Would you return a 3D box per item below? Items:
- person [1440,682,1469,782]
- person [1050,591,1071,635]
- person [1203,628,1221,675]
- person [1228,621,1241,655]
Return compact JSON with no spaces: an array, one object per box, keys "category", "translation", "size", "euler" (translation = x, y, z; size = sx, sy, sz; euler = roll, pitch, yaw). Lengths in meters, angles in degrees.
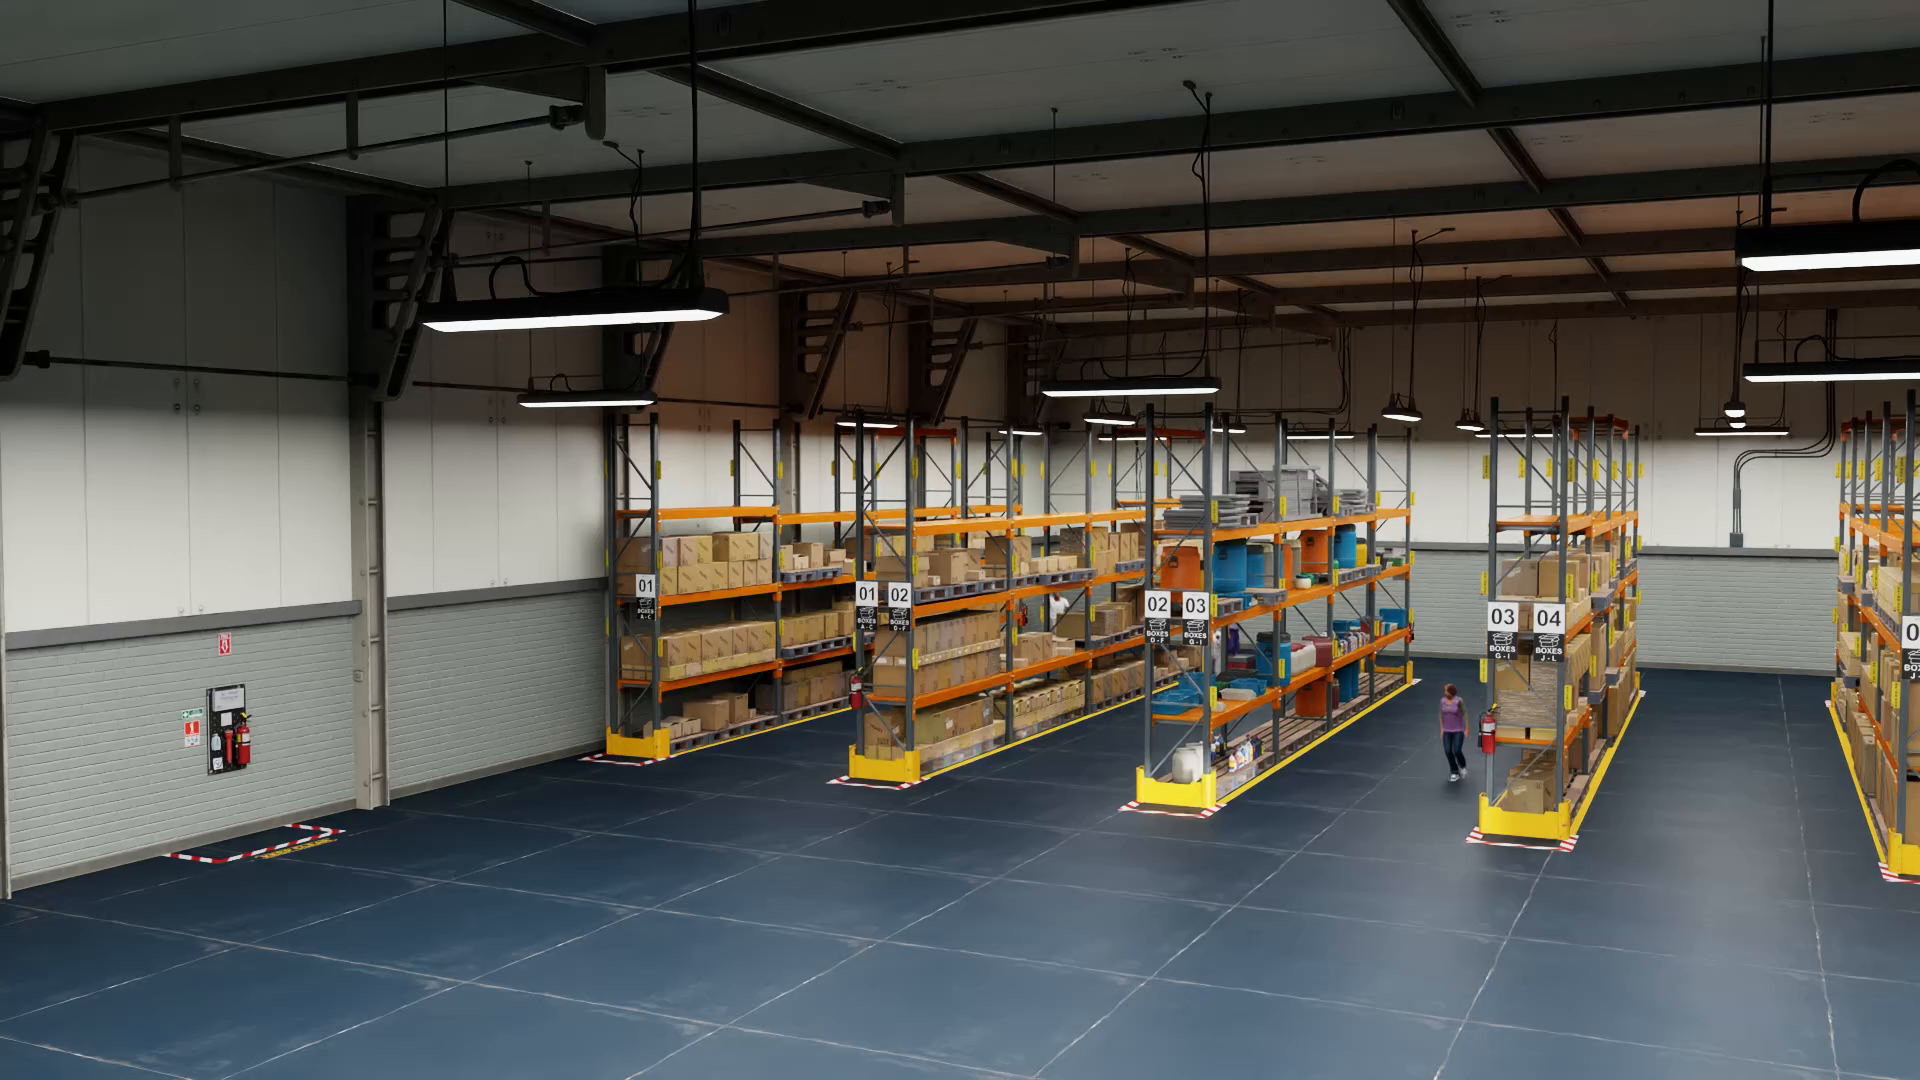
[{"category":"person","translation":[7.953,3.104,26.794],"size":[0.350,1.634,0.484],"euler":[-2,3,-44]},{"category":"person","translation":[2.753,2.208,46.348],"size":[0.738,1.702,0.528],"euler":[0,2,-10]},{"category":"person","translation":[5.649,2.608,37.106],"size":[0.499,1.620,1.024],"euler":[2,3,37]},{"category":"person","translation":[6.899,2.392,42.320],"size":[0.513,1.644,0.549],"euler":[2,3,45]}]
